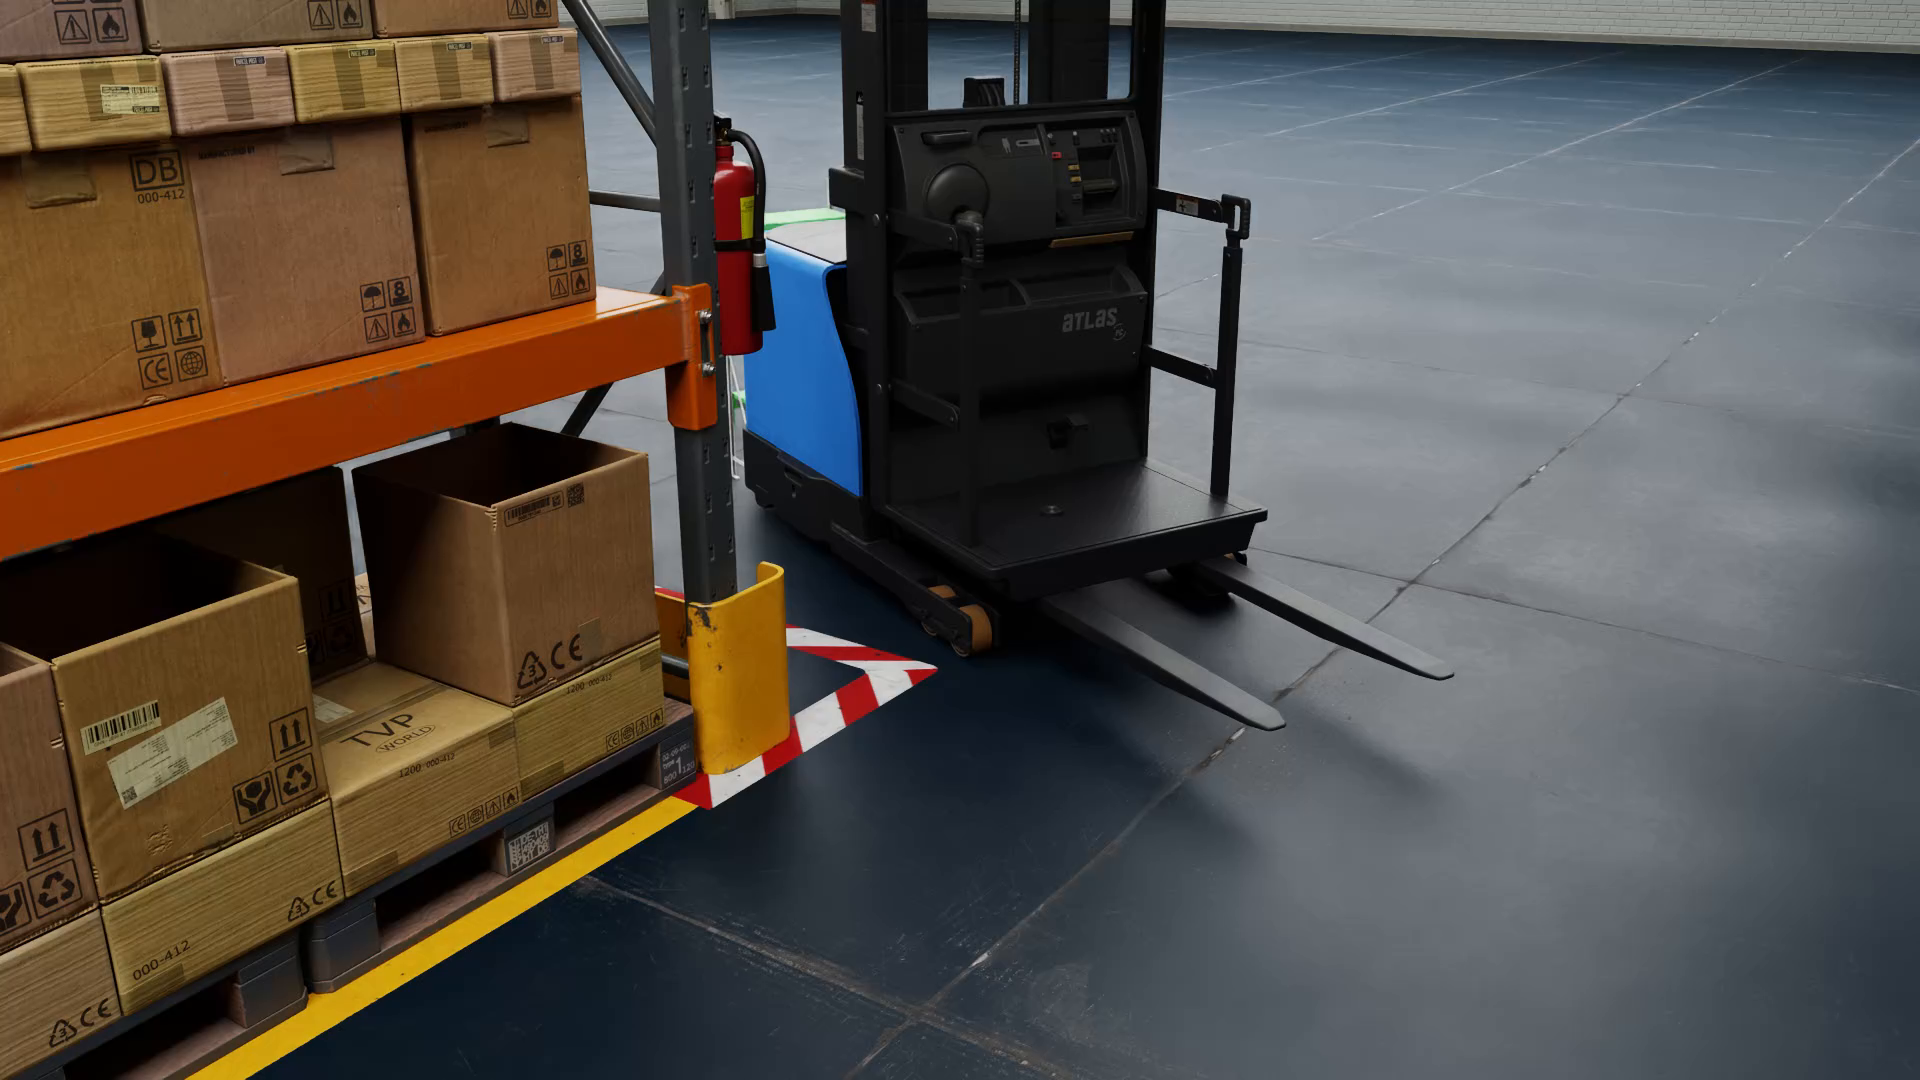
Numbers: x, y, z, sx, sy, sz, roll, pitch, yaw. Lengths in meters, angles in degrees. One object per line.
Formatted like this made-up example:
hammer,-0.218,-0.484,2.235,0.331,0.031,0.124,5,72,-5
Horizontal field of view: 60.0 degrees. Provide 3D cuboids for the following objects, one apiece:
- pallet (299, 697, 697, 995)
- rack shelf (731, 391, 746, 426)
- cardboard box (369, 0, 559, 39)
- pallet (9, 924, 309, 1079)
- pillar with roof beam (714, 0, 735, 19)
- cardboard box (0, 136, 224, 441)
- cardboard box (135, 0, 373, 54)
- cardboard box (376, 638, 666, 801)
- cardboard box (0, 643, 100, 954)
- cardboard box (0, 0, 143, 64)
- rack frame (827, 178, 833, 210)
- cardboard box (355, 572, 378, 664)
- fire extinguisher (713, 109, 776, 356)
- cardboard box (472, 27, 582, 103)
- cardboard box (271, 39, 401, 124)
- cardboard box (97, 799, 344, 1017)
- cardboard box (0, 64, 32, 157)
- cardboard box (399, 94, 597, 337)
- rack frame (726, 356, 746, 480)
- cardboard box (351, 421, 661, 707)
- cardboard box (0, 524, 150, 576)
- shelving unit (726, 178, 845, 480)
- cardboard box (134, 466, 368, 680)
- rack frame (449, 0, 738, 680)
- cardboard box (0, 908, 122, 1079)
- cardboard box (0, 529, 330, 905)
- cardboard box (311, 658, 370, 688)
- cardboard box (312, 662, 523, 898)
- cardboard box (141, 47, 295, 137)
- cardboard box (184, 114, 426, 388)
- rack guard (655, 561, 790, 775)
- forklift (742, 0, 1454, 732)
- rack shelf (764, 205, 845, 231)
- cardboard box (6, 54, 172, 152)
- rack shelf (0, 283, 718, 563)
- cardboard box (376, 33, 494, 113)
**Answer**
pallet,-1.449,0.622,4.280,1.003,0.211,1.213,13,24,32
rack shelf,-0.685,-0.556,6.912,0.480,0.148,0.258,-12,23,-29
cardboard box,-1.357,-1.422,3.772,0.700,0.500,0.500,13,24,32
pallet,-2.136,0.970,3.337,1.003,0.211,1.213,13,24,32
pillar with roof beam,-2.260,-16.304,37.371,9.100,9.000,0.400,13,24,32
cardboard box,-1.902,-0.536,3.247,0.700,0.500,0.500,13,24,32
cardboard box,-1.648,-1.270,3.362,0.700,0.500,0.500,13,24,30
cardboard box,-1.111,0.390,4.244,0.500,0.250,0.500,13,24,32
cardboard box,-1.942,0.472,2.942,0.500,0.500,0.500,13,24,32
cardboard box,-1.931,-1.126,2.970,0.700,0.500,0.500,13,24,32
rack frame,-0.477,-0.885,6.925,0.015,1.200,0.240,-12,23,-29
cardboard box,-1.540,0.289,4.517,0.500,0.250,0.500,13,24,32
fire extinguisher,-0.603,-0.821,4.272,0.296,0.674,0.183,13,24,32
cardboard box,-1.111,-1.118,3.885,0.380,0.149,0.250,13,24,31
cardboard box,-1.401,-0.969,3.482,0.380,0.149,0.250,13,24,31
cardboard box,-1.662,0.680,3.461,0.500,0.250,0.500,13,24,32
cardboard box,-1.838,-0.746,2.879,0.380,0.149,0.250,14,25,33
cardboard box,-1.327,-0.829,4.039,0.700,0.500,0.500,13,24,32
rack frame,-0.895,-0.798,6.689,0.015,1.200,0.240,-12,23,-29
cardboard box,-1.109,0.039,4.113,0.500,0.500,0.500,13,24,32
cardboard box,-2.089,0.228,3.603,0.500,0.500,0.500,13,24,32
shelving unit,-0.686,-0.841,6.807,0.503,1.200,0.258,-12,23,-29
cardboard box,-1.819,0.082,3.998,0.500,0.500,0.500,13,24,32
rack frame,-1.054,-0.914,4.411,1.000,3.000,0.127,13,24,32
cardboard box,-1.944,0.823,3.074,0.500,0.250,0.500,13,24,32
cardboard box,-1.659,0.329,3.329,0.500,0.500,0.500,13,24,32
cardboard box,-1.818,0.434,4.127,0.500,0.250,0.500,13,24,32
cardboard box,-1.382,0.536,3.850,0.500,0.250,0.500,13,24,32
cardboard box,-1.544,-0.897,3.288,0.380,0.149,0.250,14,24,33
cardboard box,-1.618,-0.678,3.629,0.700,0.500,0.500,14,24,33
rack guard,-1.041,0.252,4.864,1.175,0.500,0.348,13,24,32
forklift,0.320,-1.186,5.247,1.130,2.935,3.031,-12,23,-28
rack shelf,-0.687,-1.232,6.665,0.480,0.148,0.258,-12,23,-29
cardboard box,-1.691,-0.822,3.085,0.380,0.149,0.250,14,25,33
rack shelf,-2.178,-0.002,2.985,1.077,0.370,4.000,13,24,32
cardboard box,-1.257,-1.043,3.681,0.380,0.149,0.250,14,24,33
